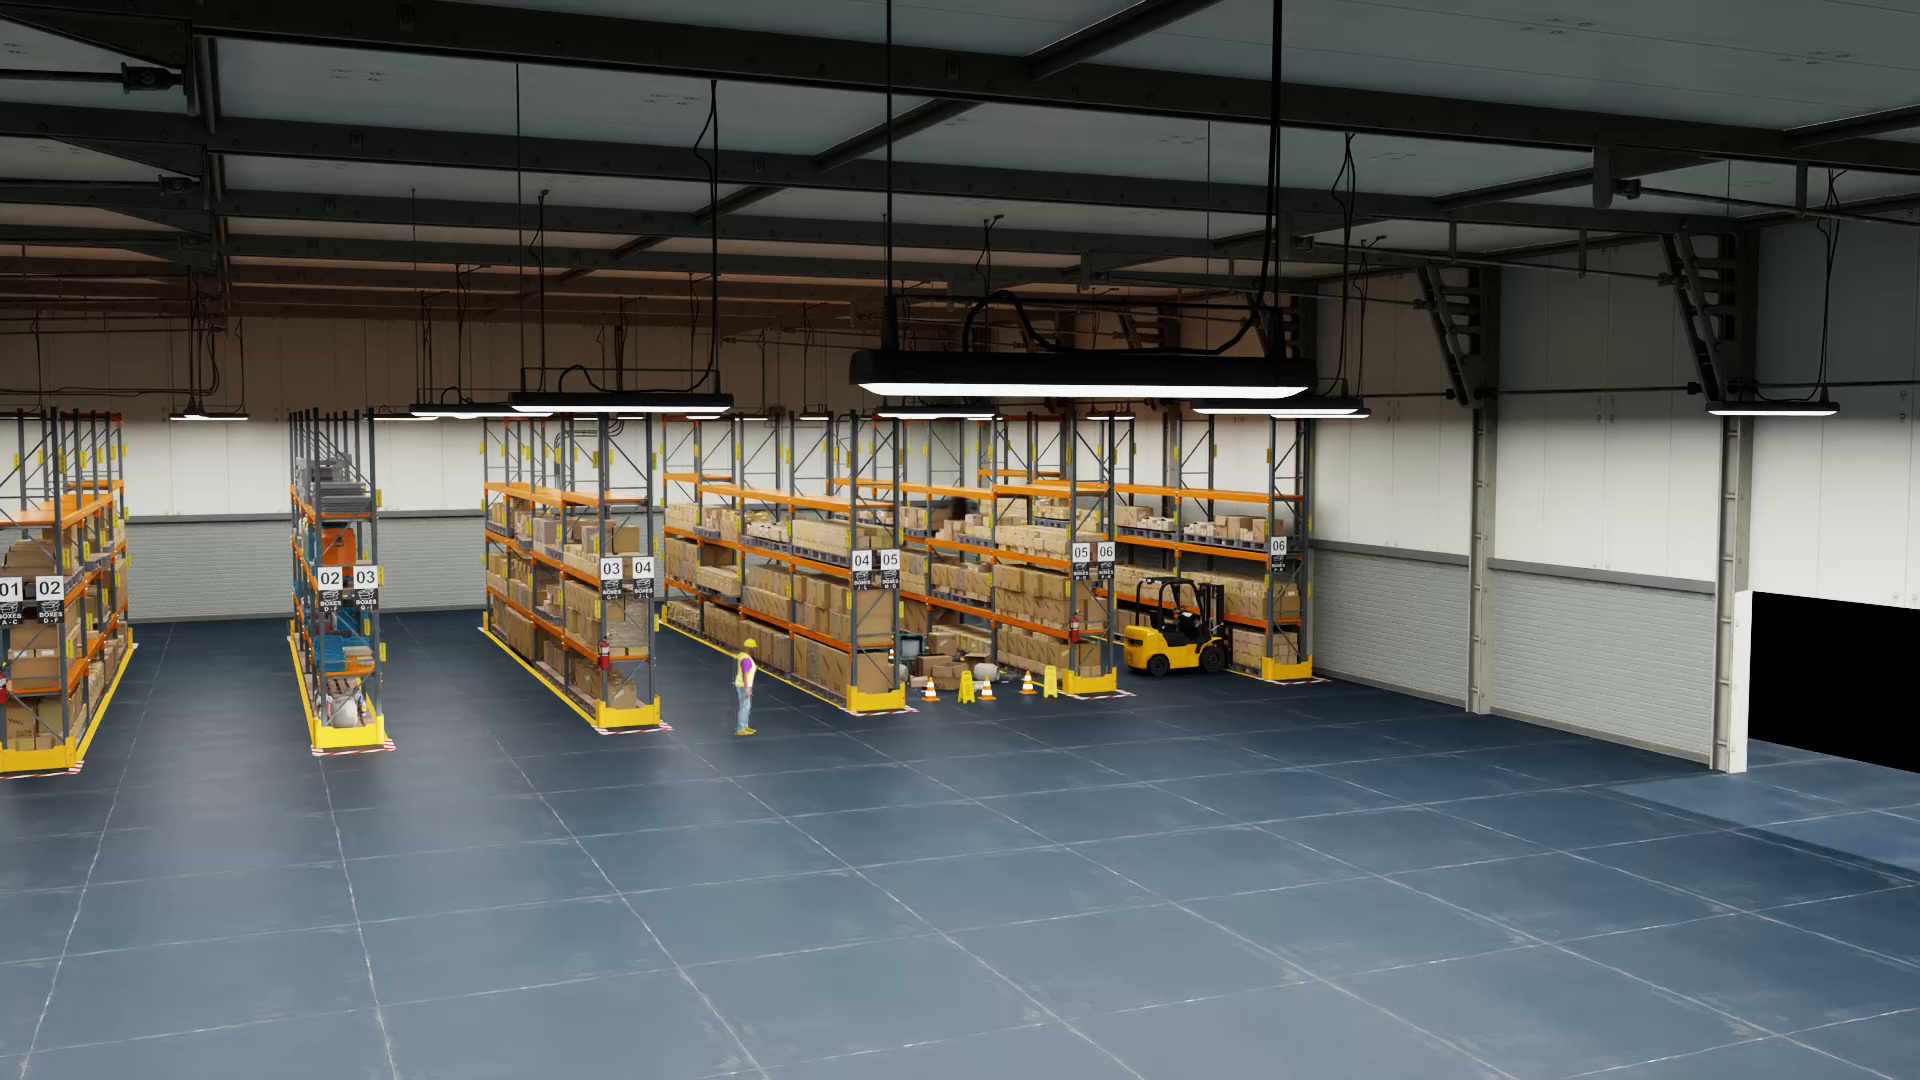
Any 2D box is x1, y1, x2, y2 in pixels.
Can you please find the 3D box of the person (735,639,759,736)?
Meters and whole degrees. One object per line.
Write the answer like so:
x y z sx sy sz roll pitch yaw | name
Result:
-3.924 2.700 30.620 0.449 1.772 0.603 -1 4 -9 | person

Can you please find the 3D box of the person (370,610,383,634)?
-16.124 1.742 45.244 0.846 1.607 0.504 3 5 38 | person

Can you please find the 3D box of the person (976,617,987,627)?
0.587 1.475 44.487 0.361 1.681 0.493 -1 4 -11 | person
